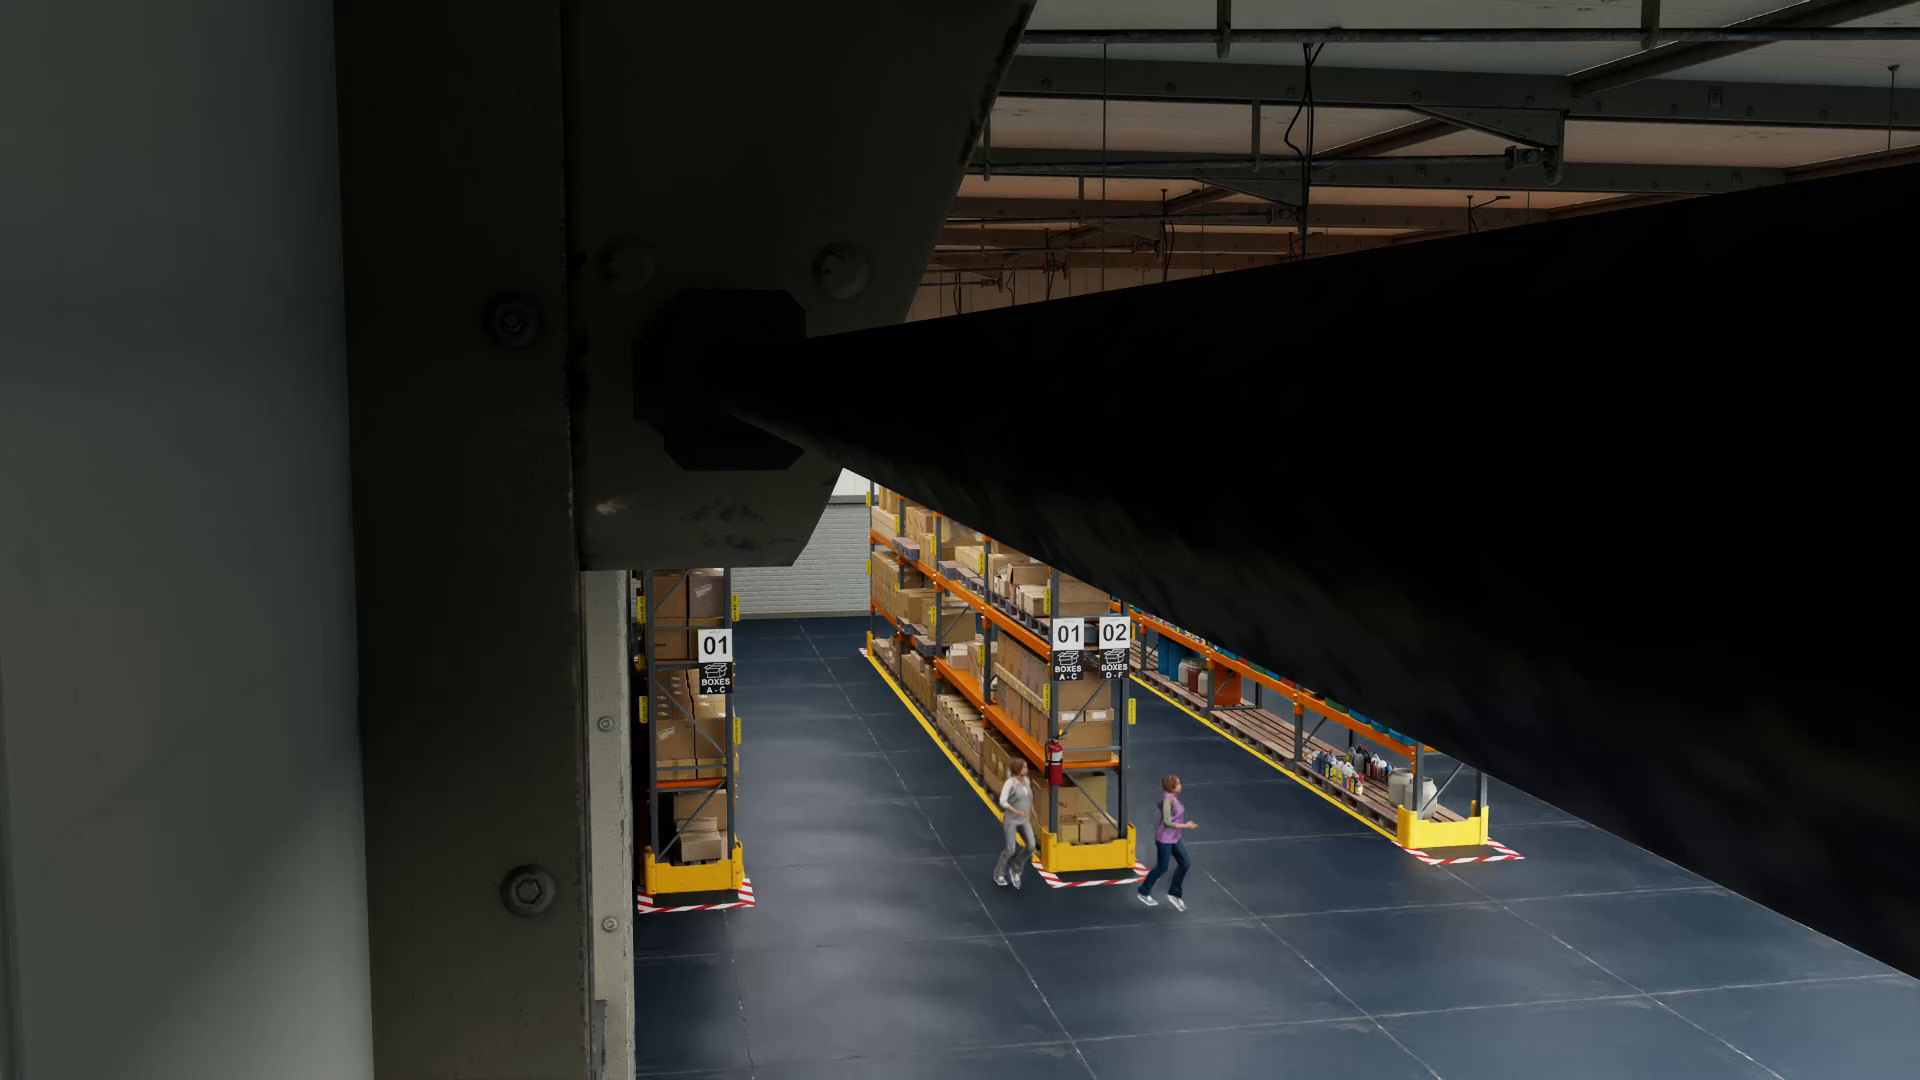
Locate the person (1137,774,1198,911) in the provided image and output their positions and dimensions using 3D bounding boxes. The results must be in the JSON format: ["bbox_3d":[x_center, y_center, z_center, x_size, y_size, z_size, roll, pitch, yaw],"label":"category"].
[{"bbox_3d":[2.434,3.525,19.377,0.708,1.646,0.555,3,6,23],"label":"person"}]

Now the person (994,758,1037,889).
[{"bbox_3d":[0.721,3.438,20.248,0.614,1.568,0.564,-5,8,-39],"label":"person"}]
